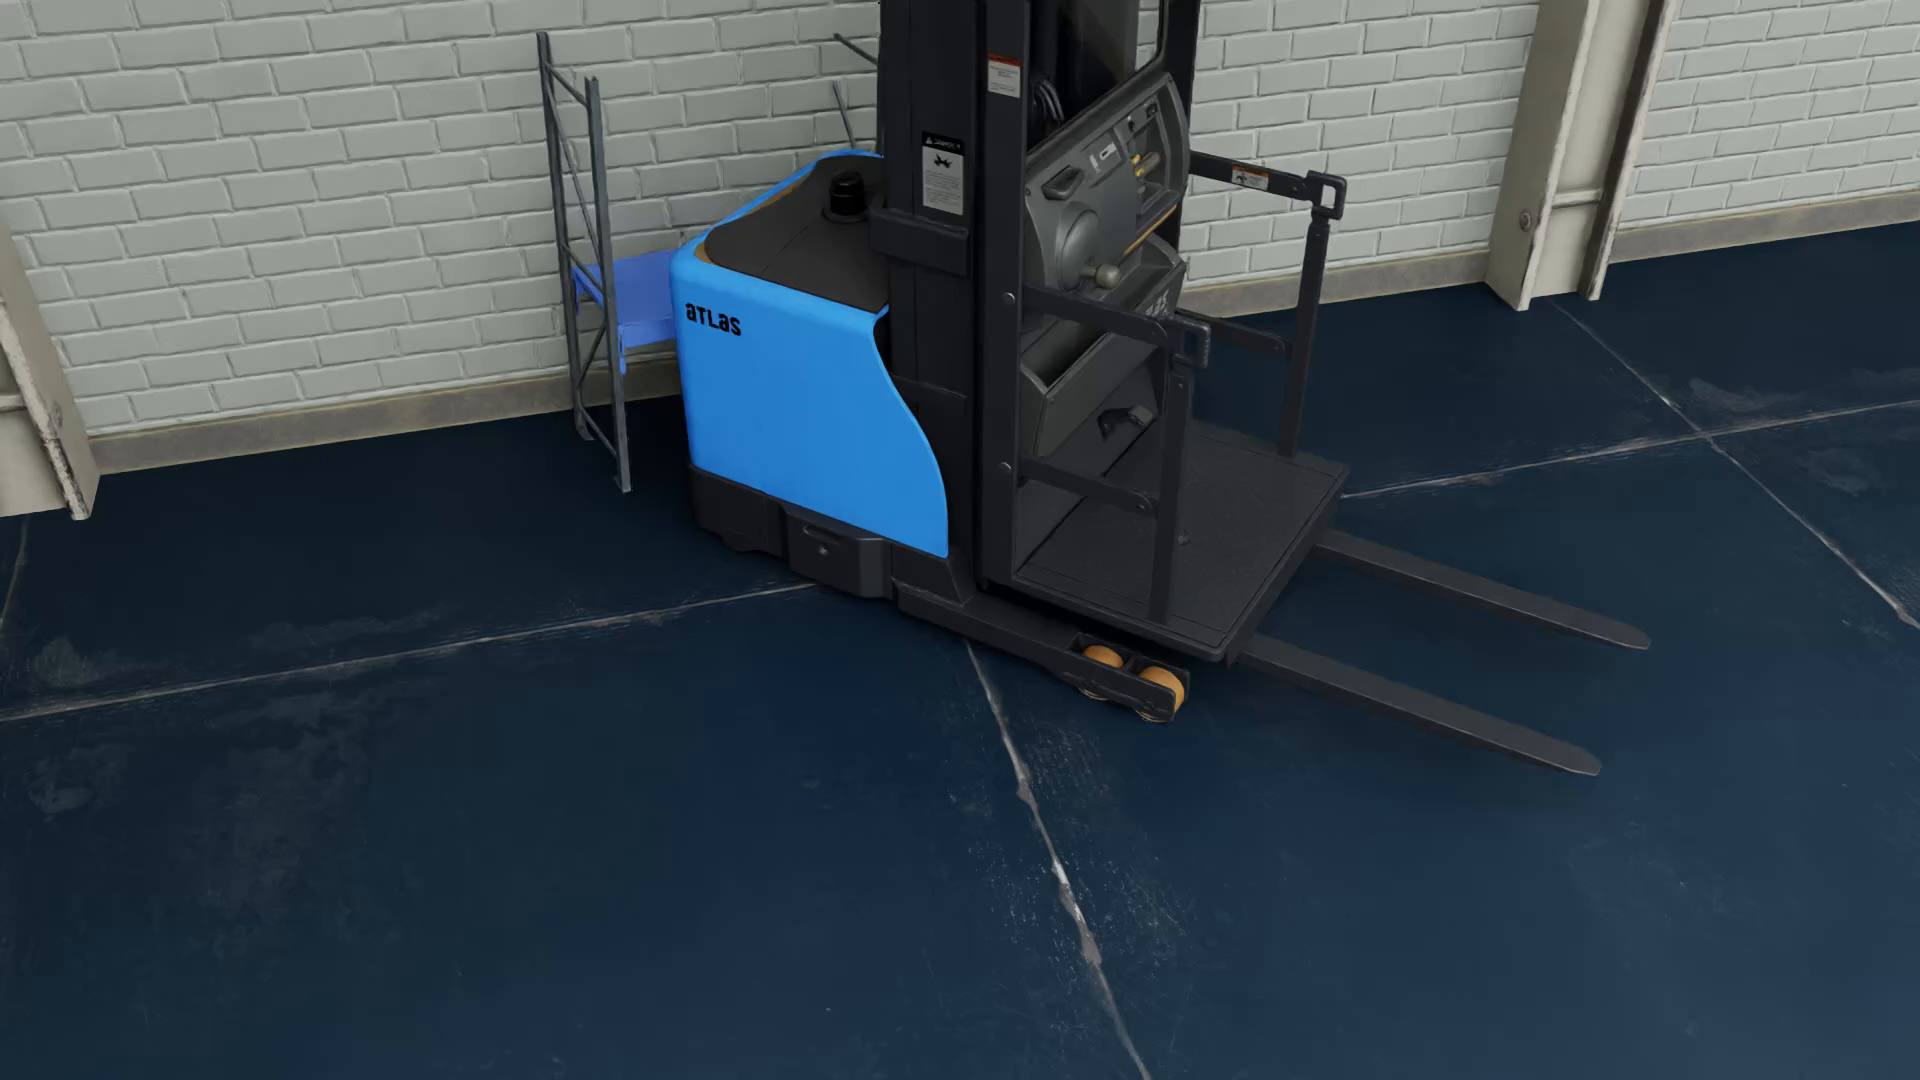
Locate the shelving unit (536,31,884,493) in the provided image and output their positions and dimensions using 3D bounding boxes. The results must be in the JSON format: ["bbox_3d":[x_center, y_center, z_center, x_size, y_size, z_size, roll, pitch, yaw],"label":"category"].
[{"bbox_3d":[-0.836,-1.042,5.887,1.048,1.500,0.538,-16,39,-26],"label":"shelving unit"}]

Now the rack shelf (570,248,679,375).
[{"bbox_3d":[-0.845,-0.895,5.990,1.000,0.185,0.538,-16,39,-26],"label":"rack shelf"}]

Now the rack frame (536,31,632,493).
[{"bbox_3d":[-1.275,-0.912,5.666,0.032,1.500,0.500,-16,39,-26],"label":"rack frame"}]

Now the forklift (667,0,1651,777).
[{"bbox_3d":[0.605,-0.985,4.625,3.031,2.935,1.130,20,42,24],"label":"forklift"}]

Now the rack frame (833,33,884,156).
[{"bbox_3d":[-0.398,-1.172,6.109,0.032,1.500,0.500,-16,39,-26],"label":"rack frame"}]

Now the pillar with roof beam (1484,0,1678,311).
[{"bbox_3d":[3.621,-2.135,1.134,0.400,9.000,9.100,-9,38,-12],"label":"pillar with roof beam"}]
